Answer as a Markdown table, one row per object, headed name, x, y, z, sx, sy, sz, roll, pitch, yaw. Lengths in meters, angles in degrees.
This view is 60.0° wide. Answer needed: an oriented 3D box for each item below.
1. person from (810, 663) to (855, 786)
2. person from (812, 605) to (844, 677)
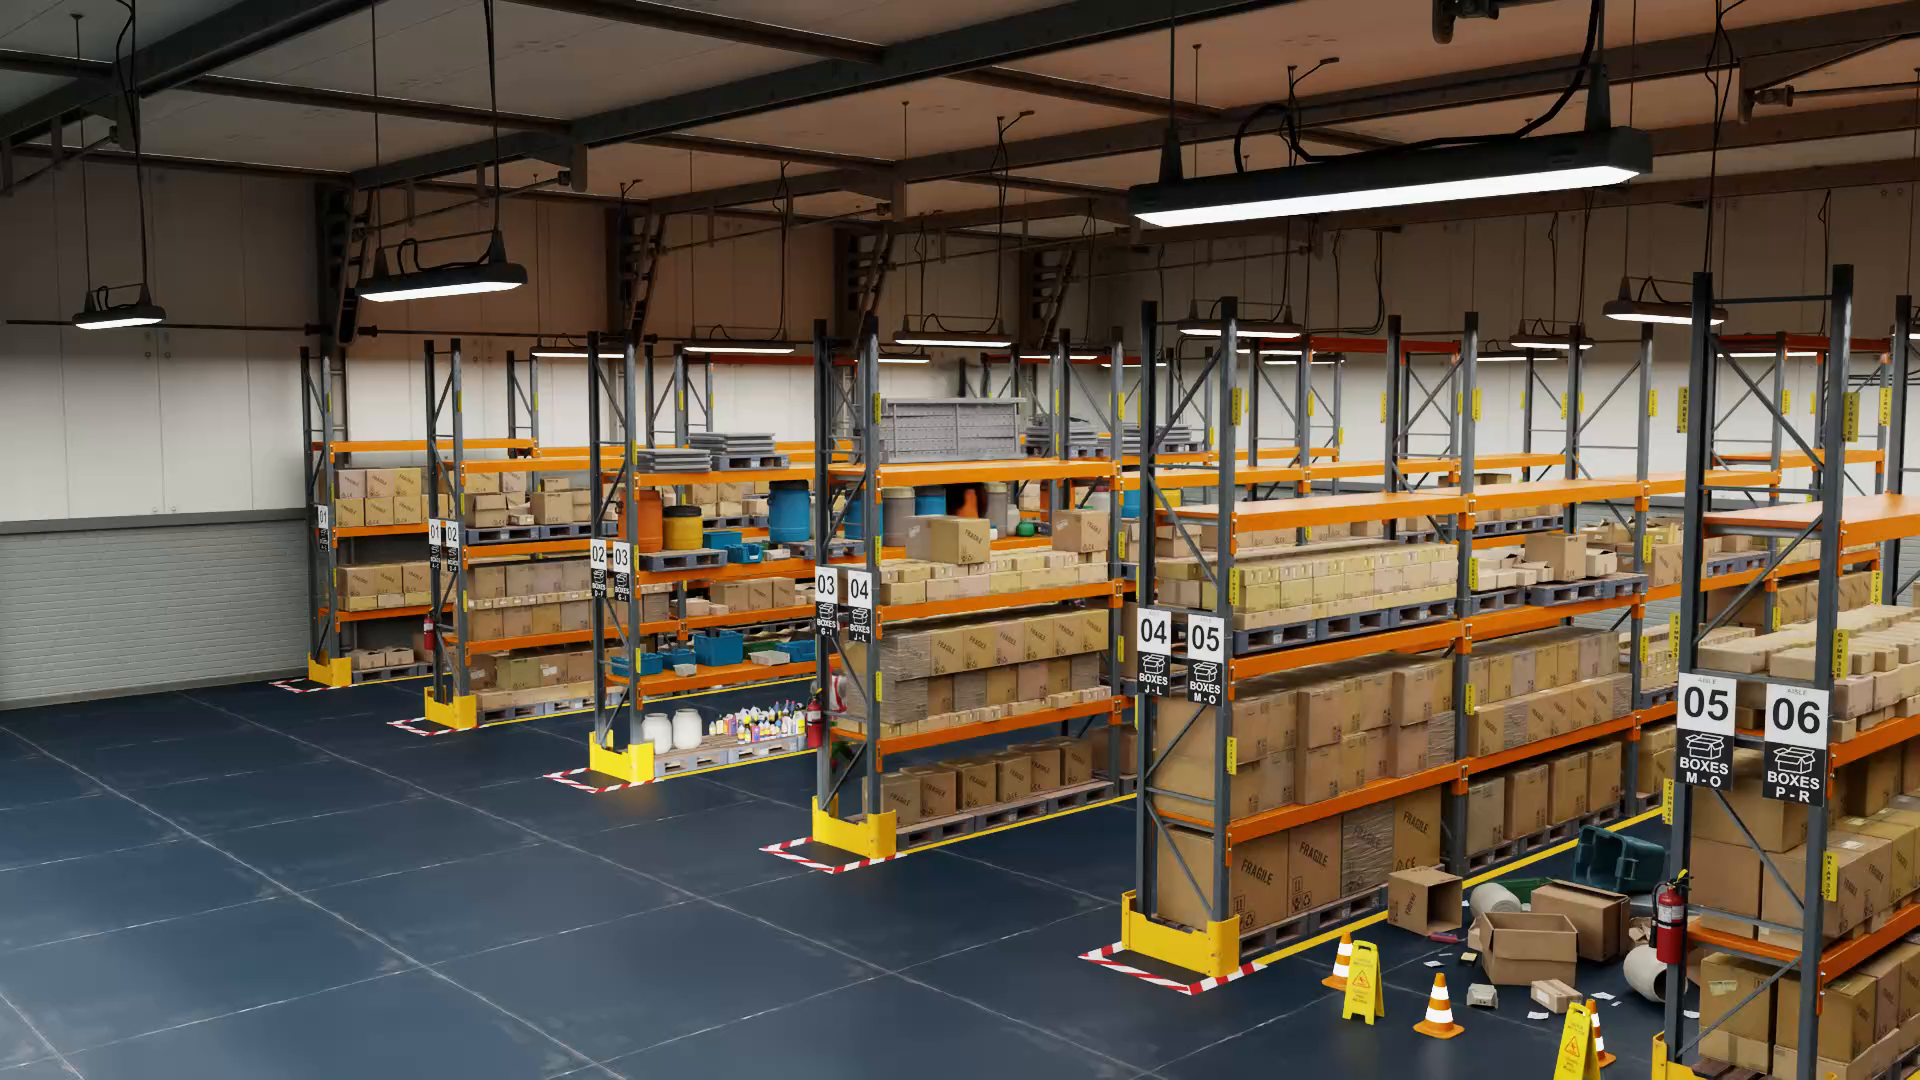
| name | x | y | z | sx | sy | sz | roll | pitch | yaw |
| --- | --- | --- | --- | --- | --- | --- | --- | --- | --- |
| person | -1.605 | 2.402 | 21.970 | 0.698 | 1.729 | 1.061 | 2 | 5 | 19 |
| person | -2.251 | 1.837 | 28.454 | 0.616 | 1.708 | 0.734 | 4 | 6 | 35 |
